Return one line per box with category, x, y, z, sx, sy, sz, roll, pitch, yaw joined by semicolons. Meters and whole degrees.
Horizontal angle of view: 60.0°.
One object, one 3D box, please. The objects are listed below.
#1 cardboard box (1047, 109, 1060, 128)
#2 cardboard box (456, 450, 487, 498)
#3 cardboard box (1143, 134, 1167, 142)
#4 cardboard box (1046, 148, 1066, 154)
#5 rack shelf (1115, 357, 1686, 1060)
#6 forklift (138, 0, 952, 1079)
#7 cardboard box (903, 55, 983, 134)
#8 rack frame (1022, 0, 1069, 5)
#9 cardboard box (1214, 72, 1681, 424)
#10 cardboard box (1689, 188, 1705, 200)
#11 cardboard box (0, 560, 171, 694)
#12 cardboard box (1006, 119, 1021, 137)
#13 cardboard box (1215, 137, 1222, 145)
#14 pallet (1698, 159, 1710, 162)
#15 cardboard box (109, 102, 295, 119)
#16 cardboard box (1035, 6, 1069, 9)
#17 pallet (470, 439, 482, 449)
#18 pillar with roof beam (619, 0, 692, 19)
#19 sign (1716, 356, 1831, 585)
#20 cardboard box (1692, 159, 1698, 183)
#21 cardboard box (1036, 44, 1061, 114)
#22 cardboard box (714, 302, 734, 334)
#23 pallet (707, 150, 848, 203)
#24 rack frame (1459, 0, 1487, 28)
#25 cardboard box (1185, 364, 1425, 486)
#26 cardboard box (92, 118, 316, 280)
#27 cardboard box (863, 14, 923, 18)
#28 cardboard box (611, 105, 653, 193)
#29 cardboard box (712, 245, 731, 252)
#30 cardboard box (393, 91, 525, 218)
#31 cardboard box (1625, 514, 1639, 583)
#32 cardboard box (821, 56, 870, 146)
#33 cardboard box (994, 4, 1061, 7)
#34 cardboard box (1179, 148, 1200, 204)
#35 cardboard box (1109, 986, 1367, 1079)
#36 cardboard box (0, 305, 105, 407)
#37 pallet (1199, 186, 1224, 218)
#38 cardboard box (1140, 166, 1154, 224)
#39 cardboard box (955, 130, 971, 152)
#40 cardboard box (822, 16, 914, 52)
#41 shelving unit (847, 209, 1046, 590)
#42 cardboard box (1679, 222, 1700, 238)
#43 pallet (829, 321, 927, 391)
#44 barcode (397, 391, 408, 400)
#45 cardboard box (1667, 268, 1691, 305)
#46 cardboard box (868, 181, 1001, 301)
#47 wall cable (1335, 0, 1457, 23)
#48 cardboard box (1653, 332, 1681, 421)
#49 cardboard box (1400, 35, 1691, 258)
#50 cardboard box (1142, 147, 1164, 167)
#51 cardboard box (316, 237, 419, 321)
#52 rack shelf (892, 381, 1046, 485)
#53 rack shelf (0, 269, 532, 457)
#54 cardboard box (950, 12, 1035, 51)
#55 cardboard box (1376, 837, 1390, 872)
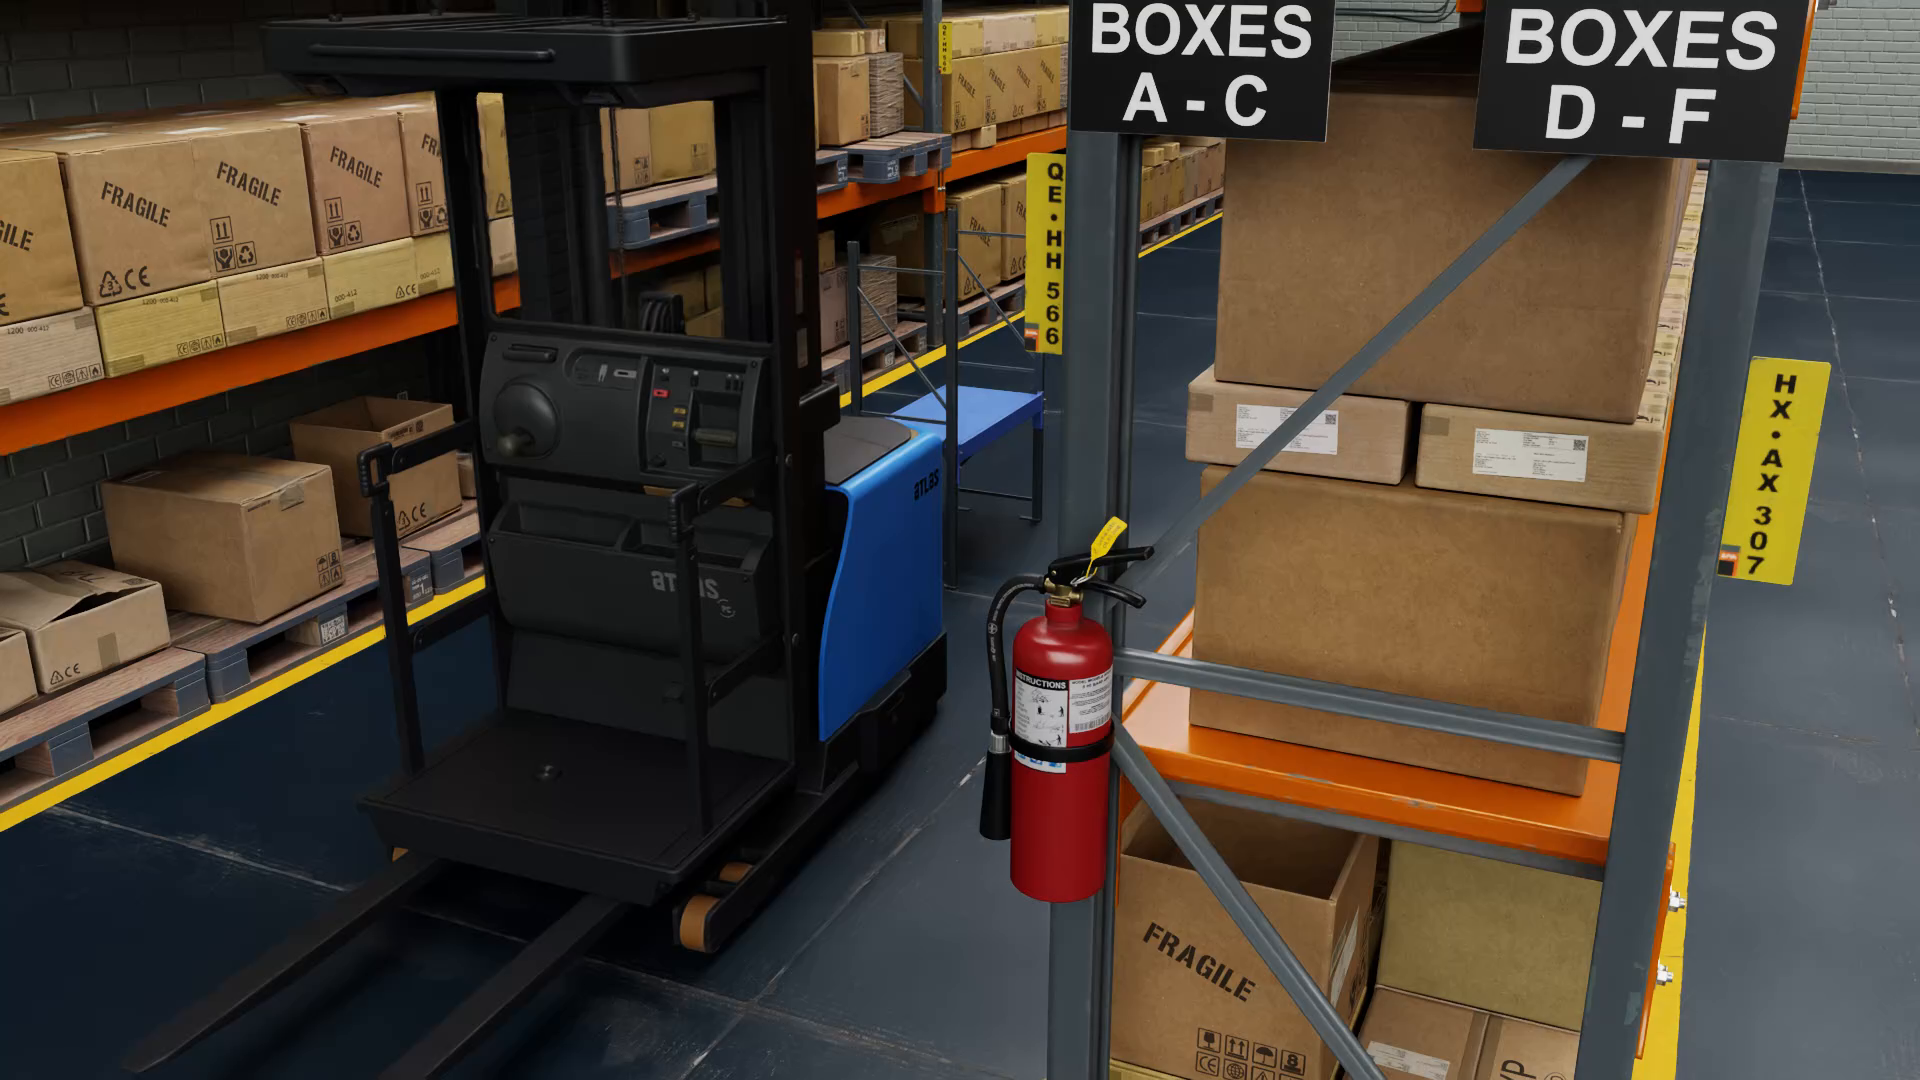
cardboard box;0.597;-3.442;13.515;0.380;0.149;0.250;8;21;21
cardboard box;-2.431;-0.334;8.004;0.380;0.166;0.250;6;20;16
cardboard box;1.935;-4.152;17.304;0.380;0.149;0.250;9;21;23
cardboard box;0.889;-3.044;14.632;0.750;0.750;0.750;9;21;23
rack shelf;1.463;-0.001;4.568;1.077;0.370;4.000;9;21;23
forklift;-1.054;-0.390;4.692;1.130;2.935;3.031;8;21;21
cardboard box;-0.169;-3.162;11.762;0.500;0.500;0.500;9;22;24
rack frame;1.037;-4.075;14.951;1.000;3.000;0.127;9;21;23
cardboard box;0.868;-0.544;2.936;0.700;0.500;0.500;9;21;23
cardboard box;2.158;-1.036;5.287;0.380;0.149;0.250;8;21;21
cardboard box;-3.278;0.279;6.063;0.500;0.311;0.500;11;22;27
cardboard box;0.247;-3.209;12.862;0.380;0.149;0.250;9;21;24
cardboard box;2.593;-4.332;17.808;0.380;0.149;0.250;8;21;22
pallet;4.133;-2.300;10.247;1.213;0.211;1.003;9;21;23
cardboard box;-3.046;-1.497;6.778;0.500;0.500;0.500;9;22;24
cardboard box;0.861;-4.292;13.820;0.500;0.250;0.500;9;21;24
pallet;-1.921;-0.554;9.212;1.003;0.211;1.213;9;21;23
pillar with roof beam;2.005;-4.810;8.063;9.100;9.000;0.400;9;21;23
sign;1.148;-0.095;2.351;0.100;0.325;0.005;9;21;23
cardboard box;2.106;-1.473;5.548;0.700;0.500;0.500;9;21;23
cardboard box;0.465;-3.633;13.085;0.500;0.500;0.500;9;22;24
cardboard box;-1.541;-1.202;9.945;0.700;0.500;0.500;9;21;23
pallet;-1.374;-2.151;9.828;1.003;0.211;1.213;9;21;23
rack frame;2.282;-0.951;6.166;1.000;3.000;0.127;9;21;23
cardboard box;0.627;-0.224;3.005;0.380;0.149;0.250;8;21;22
cardboard box;-2.778;-1.270;6.138;0.500;0.500;0.500;9;22;24
cardboard box;-0.437;-3.734;12.251;0.500;0.250;0.500;8;21;21
cardboard box;-1.999;-2.035;8.408;0.700;0.500;0.500;9;21;23
cardboard box;-1.345;-1.684;10.183;0.500;0.250;0.500;8;21;22
cardboard box;-2.150;-1.735;7.445;0.500;0.500;0.500;8;21;23
cardboard box;1.266;-0.229;3.986;0.700;0.500;0.500;9;21;23
cardboard box;-0.988;-2.787;10.524;0.700;0.500;0.500;6;21;18
cardboard box;0.611;-4.520;14.461;0.500;0.250;0.500;9;22;24
cardboard box;2.069;-3.784;17.235;0.700;0.500;0.500;8;21;21
cardboard box;0.594;1.165;3.694;0.500;0.250;0.500;9;21;23
cardboard box;-3.188;-0.612;5.407;0.500;0.250;0.500;8;21;21
pallet;2.419;-3.729;18.139;1.003;0.211;1.213;9;21;23
cardboard box;1.437;-3.310;15.903;0.700;0.500;0.500;9;21;23
cardboard box;-0.144;-2.888;11.958;0.380;0.149;0.250;9;21;23
cardboard box;-0.652;-3.577;11.807;0.500;0.250;0.500;9;22;24
shelving unit;-0.035;-0.681;7.644;0.538;1.500;1.048;9;21;23
cardboard box;1.845;-0.803;4.634;0.380;0.149;0.250;9;22;24
pallet;-0.922;-1.300;11.309;1.003;0.211;1.213;9;21;23
barcode;-2.679;-0.678;7.994;0.001;0.075;0.075;9;21;23
cardboard box;1.527;-0.565;3.965;0.380;0.149;0.250;8;21;22
cardboard box;-0.180;-2.244;12.384;0.750;0.750;0.750;8;21;22
wall cable;5.317;-8.341;22.628;3.097;2.526;0.112;9;21;23
cardboard box;1.210;-0.329;3.299;0.380;0.149;0.250;9;21;23
cardboard box;1.489;-1.013;4.254;0.700;0.500;0.500;9;21;23
cardboard box;1.744;-3.695;16.018;0.380;0.149;0.250;9;22;25
cardboard box;-2.560;-1.075;6.709;0.500;0.250;0.500;8;21;22
rack shelf;-0.035;-0.511;7.704;0.538;0.185;1.000;9;21;23
rack shelf;-3.058;-0.679;6.476;1.077;0.370;4.000;9;21;23
cardboard box;0.241;-3.824;12.502;0.500;0.250;0.500;9;21;23
cardboard box;0.988;0.504;4.434;0.500;0.500;0.500;9;21;23
